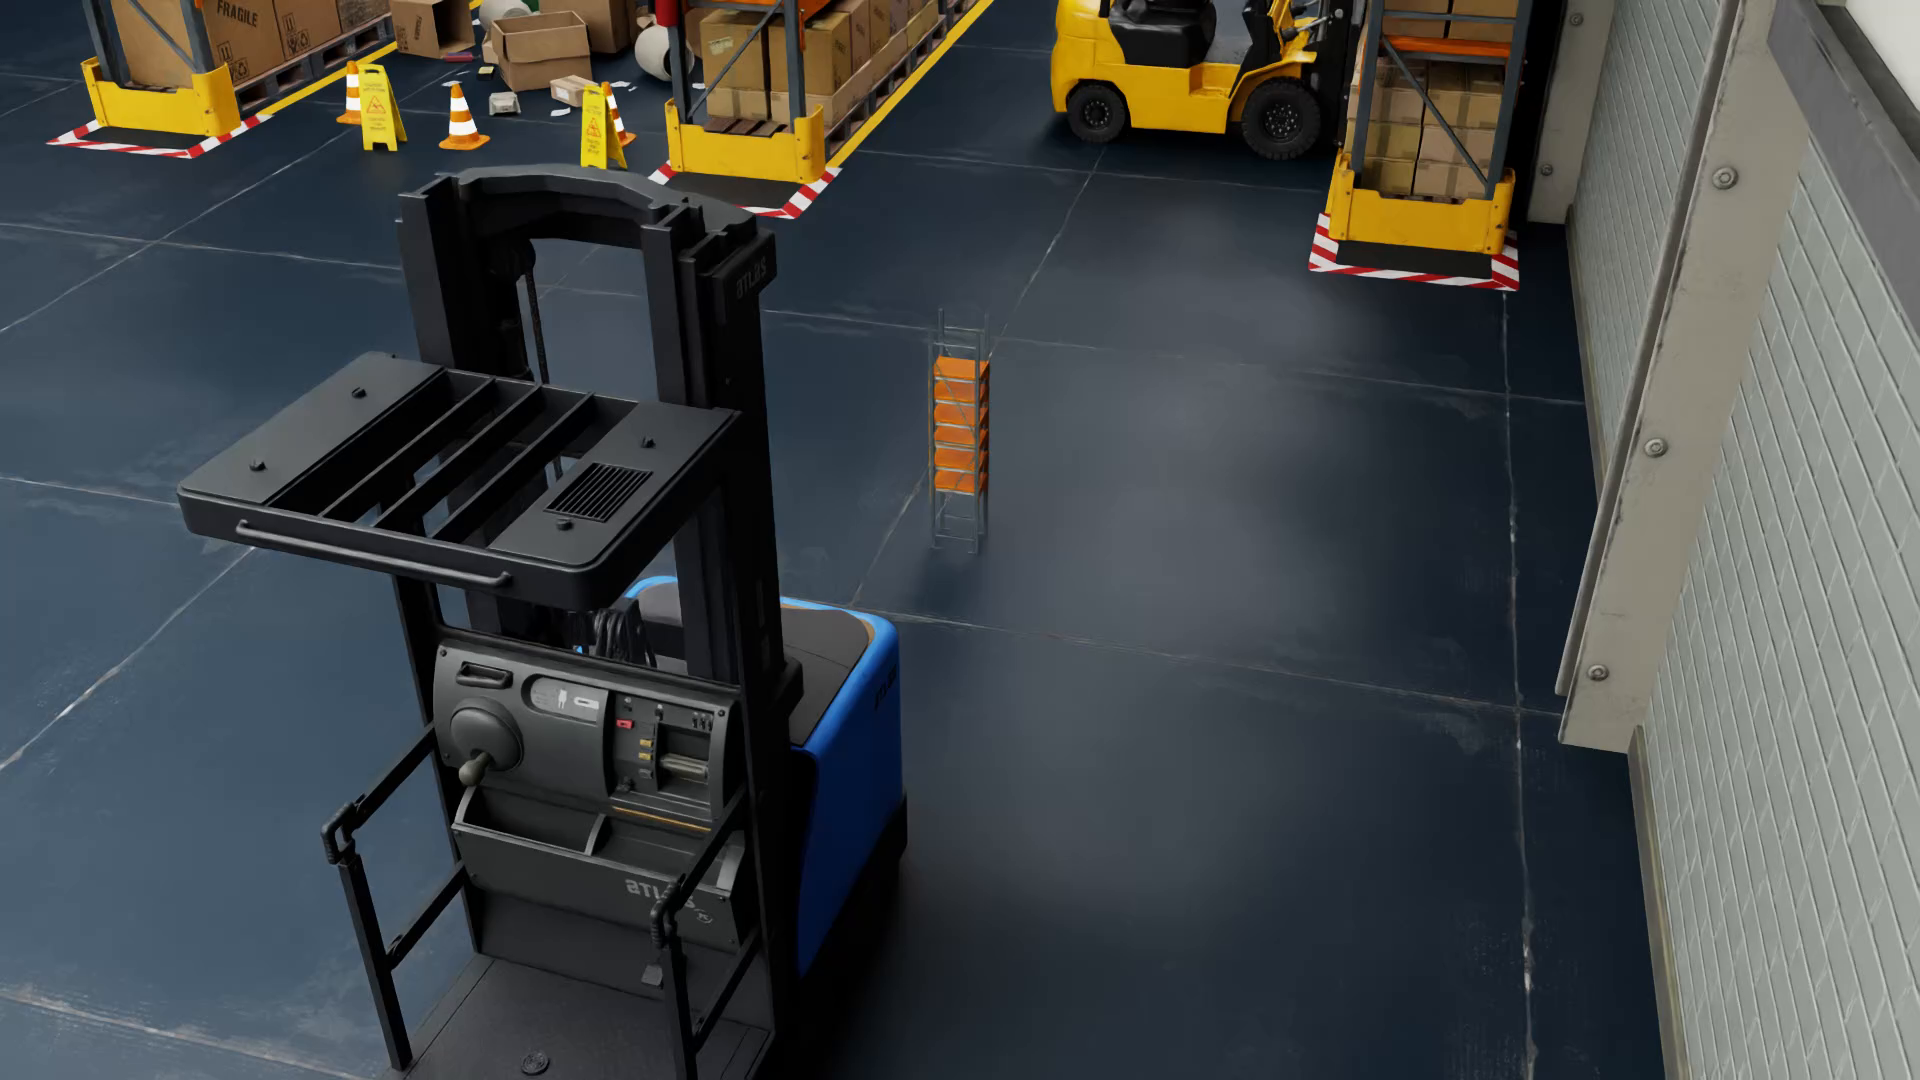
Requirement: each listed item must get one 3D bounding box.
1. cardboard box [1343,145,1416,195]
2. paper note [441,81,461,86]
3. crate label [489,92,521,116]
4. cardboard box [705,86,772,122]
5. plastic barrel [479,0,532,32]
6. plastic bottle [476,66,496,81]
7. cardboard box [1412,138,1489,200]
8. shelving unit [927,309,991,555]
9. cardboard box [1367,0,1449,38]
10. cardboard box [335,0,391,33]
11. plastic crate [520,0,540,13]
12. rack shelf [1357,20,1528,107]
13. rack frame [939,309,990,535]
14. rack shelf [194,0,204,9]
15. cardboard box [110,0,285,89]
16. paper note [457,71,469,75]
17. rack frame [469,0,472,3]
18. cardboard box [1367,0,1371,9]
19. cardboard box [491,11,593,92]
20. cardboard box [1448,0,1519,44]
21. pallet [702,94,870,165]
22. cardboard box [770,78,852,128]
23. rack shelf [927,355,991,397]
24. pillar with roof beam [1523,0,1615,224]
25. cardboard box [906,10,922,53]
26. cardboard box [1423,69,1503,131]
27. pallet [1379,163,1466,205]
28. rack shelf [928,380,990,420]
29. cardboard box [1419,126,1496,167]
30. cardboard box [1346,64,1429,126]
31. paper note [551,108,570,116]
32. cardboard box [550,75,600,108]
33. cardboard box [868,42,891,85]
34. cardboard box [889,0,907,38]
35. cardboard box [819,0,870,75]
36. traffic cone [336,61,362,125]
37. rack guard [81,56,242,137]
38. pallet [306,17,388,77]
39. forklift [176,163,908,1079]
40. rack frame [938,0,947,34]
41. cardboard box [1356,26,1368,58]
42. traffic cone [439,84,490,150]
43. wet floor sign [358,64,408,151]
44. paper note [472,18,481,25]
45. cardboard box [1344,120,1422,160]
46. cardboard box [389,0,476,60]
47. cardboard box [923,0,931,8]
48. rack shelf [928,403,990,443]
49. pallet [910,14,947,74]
[{"bbox_3d":[2.979,-2.682,11.845,0.500,0.250,0.500,8,33,13],"label":"cardboard box"},{"bbox_3d":[-4.420,-3.981,14.485,0.144,0.017,0.142,20,38,29],"label":"paper note"},{"bbox_3d":[-3.795,-3.634,13.839,0.250,0.136,0.298,-8,33,-13],"label":"crate label"},{"bbox_3d":[-1.685,-3.538,13.190,0.500,0.250,0.500,8,33,12],"label":"cardboard box"},{"bbox_3d":[-4.239,-4.865,15.508,0.421,0.421,0.512,-21,38,-29],"label":"plastic barrel"},{"bbox_3d":[-4.184,-4.132,14.693,0.133,0.061,0.283,-3,33,-4],"label":"plastic bottle"},{"bbox_3d":[3.480,-2.624,11.752,0.500,0.250,0.500,8,33,13],"label":"cardboard box"},{"bbox_3d":[-0.004,-0.499,7.916,0.258,1.200,0.189,8,33,12],"label":"shelving unit"},{"bbox_3d":[3.037,-3.712,11.199,0.500,0.500,0.500,7,33,11],"label":"cardboard box"},{"bbox_3d":[-5.887,-5.245,15.293,0.875,0.875,0.875,8,33,13],"label":"cardboard box"},{"bbox_3d":[-4.212,-5.319,16.388,0.662,0.188,0.450,-28,32,-37],"label":"plastic crate"},{"bbox_3d":[3.673,-4.113,12.594,1.077,0.370,4.000,8,33,12],"label":"rack shelf"},{"bbox_3d":[0.020,-0.546,7.991,0.240,1.200,0.006,8,33,12],"label":"rack frame"},{"bbox_3d":[-5.942,-5.408,14.632,1.077,0.370,4.000,8,33,12],"label":"rack shelf"},{"bbox_3d":[-6.342,-4.315,13.831,0.875,0.875,0.875,8,33,13],"label":"cardboard box"},{"bbox_3d":[-4.416,-4.147,14.764,0.032,0.001,0.123,28,42,36],"label":"paper note"},{"bbox_3d":[-5.435,-6.749,16.071,1.000,3.000,0.127,8,33,12],"label":"rack frame"},{"bbox_3d":[3.500,-4.161,13.239,0.500,0.250,0.500,9,34,14],"label":"cardboard box"},{"bbox_3d":[-3.639,-4.255,14.474,0.797,0.503,0.637,-14,35,-21],"label":"cardboard box"},{"bbox_3d":[3.560,-3.640,11.086,0.500,0.500,0.500,9,34,14],"label":"cardboard box"},{"bbox_3d":[-1.377,-3.332,13.294,1.003,0.211,1.213,8,33,12],"label":"pallet"},{"bbox_3d":[-1.164,-3.450,13.053,0.500,0.250,0.500,8,33,12],"label":"cardboard box"},{"bbox_3d":[-0.004,-0.765,7.747,0.258,0.103,0.180,8,33,12],"label":"rack shelf"},{"bbox_3d":[0.050,-6.735,10.456,9.100,9.000,0.400,8,33,12],"label":"pillar with roof beam"},{"bbox_3d":[-0.637,-4.524,14.742,0.500,0.250,0.500,7,33,11],"label":"cardboard box"},{"bbox_3d":[3.471,-3.041,11.477,0.500,0.250,0.500,8,33,12],"label":"cardboard box"},{"bbox_3d":[3.319,-2.604,12.150,1.003,0.211,1.213,8,33,12],"label":"pallet"},{"bbox_3d":[-0.004,-0.664,7.811,0.258,0.103,0.180,8,33,12],"label":"rack shelf"},{"bbox_3d":[3.486,-2.822,11.599,0.500,0.250,0.500,9,33,13],"label":"cardboard box"},{"bbox_3d":[2.981,-3.099,11.568,0.500,0.250,0.500,9,34,14],"label":"cardboard box"},{"bbox_3d":[-3.322,-3.561,13.823,0.148,0.019,0.142,-3,33,-4],"label":"paper note"},{"bbox_3d":[-3.258,-3.804,14.095,0.380,0.149,0.250,28,42,36],"label":"cardboard box"},{"bbox_3d":[-0.901,-3.999,13.916,0.500,0.250,0.500,10,34,16],"label":"cardboard box"},{"bbox_3d":[-0.768,-4.589,14.145,0.500,0.500,0.500,10,34,15],"label":"cardboard box"},{"bbox_3d":[-1.030,-4.051,13.299,0.500,0.500,0.500,7,33,11],"label":"cardboard box"},{"bbox_3d":[-4.942,-3.685,13.616,0.336,0.463,0.334,8,33,12],"label":"traffic cone"},{"bbox_3d":[-6.456,-3.606,13.457,1.175,0.500,0.348,8,33,12],"label":"rack guard"},{"bbox_3d":[-6.011,-4.554,15.216,1.003,0.211,1.213,8,33,12],"label":"pallet"},{"bbox_3d":[-1.147,0.611,4.557,1.130,2.935,3.031,10,34,15],"label":"forklift"},{"bbox_3d":[-0.621,-6.128,15.093,1.000,3.000,0.127,8,33,12],"label":"rack frame"},{"bbox_3d":[3.223,-3.628,12.400,0.500,0.250,0.500,8,33,13],"label":"cardboard box"},{"bbox_3d":[-3.935,-3.355,13.096,0.336,0.463,0.334,8,33,12],"label":"traffic cone"},{"bbox_3d":[-4.542,-3.396,12.990,0.267,0.644,0.232,3,33,4],"label":"wet floor sign"},{"bbox_3d":[-4.730,-5.025,16.125,0.147,0.020,0.142,-14,35,-21],"label":"paper note"},{"bbox_3d":[2.987,-2.901,11.724,0.500,0.250,0.500,8,33,12],"label":"cardboard box"},{"bbox_3d":[-4.836,-4.750,15.254,0.500,0.500,0.500,14,35,21],"label":"cardboard box"},{"bbox_3d":[-0.512,-5.118,14.977,0.500,0.500,0.500,8,33,12],"label":"cardboard box"},{"bbox_3d":[-0.004,-0.563,7.876,0.258,0.103,0.180,8,33,12],"label":"rack shelf"},{"bbox_3d":[-0.758,-4.598,15.286,1.003,0.211,1.213,8,33,12],"label":"pallet"}]
